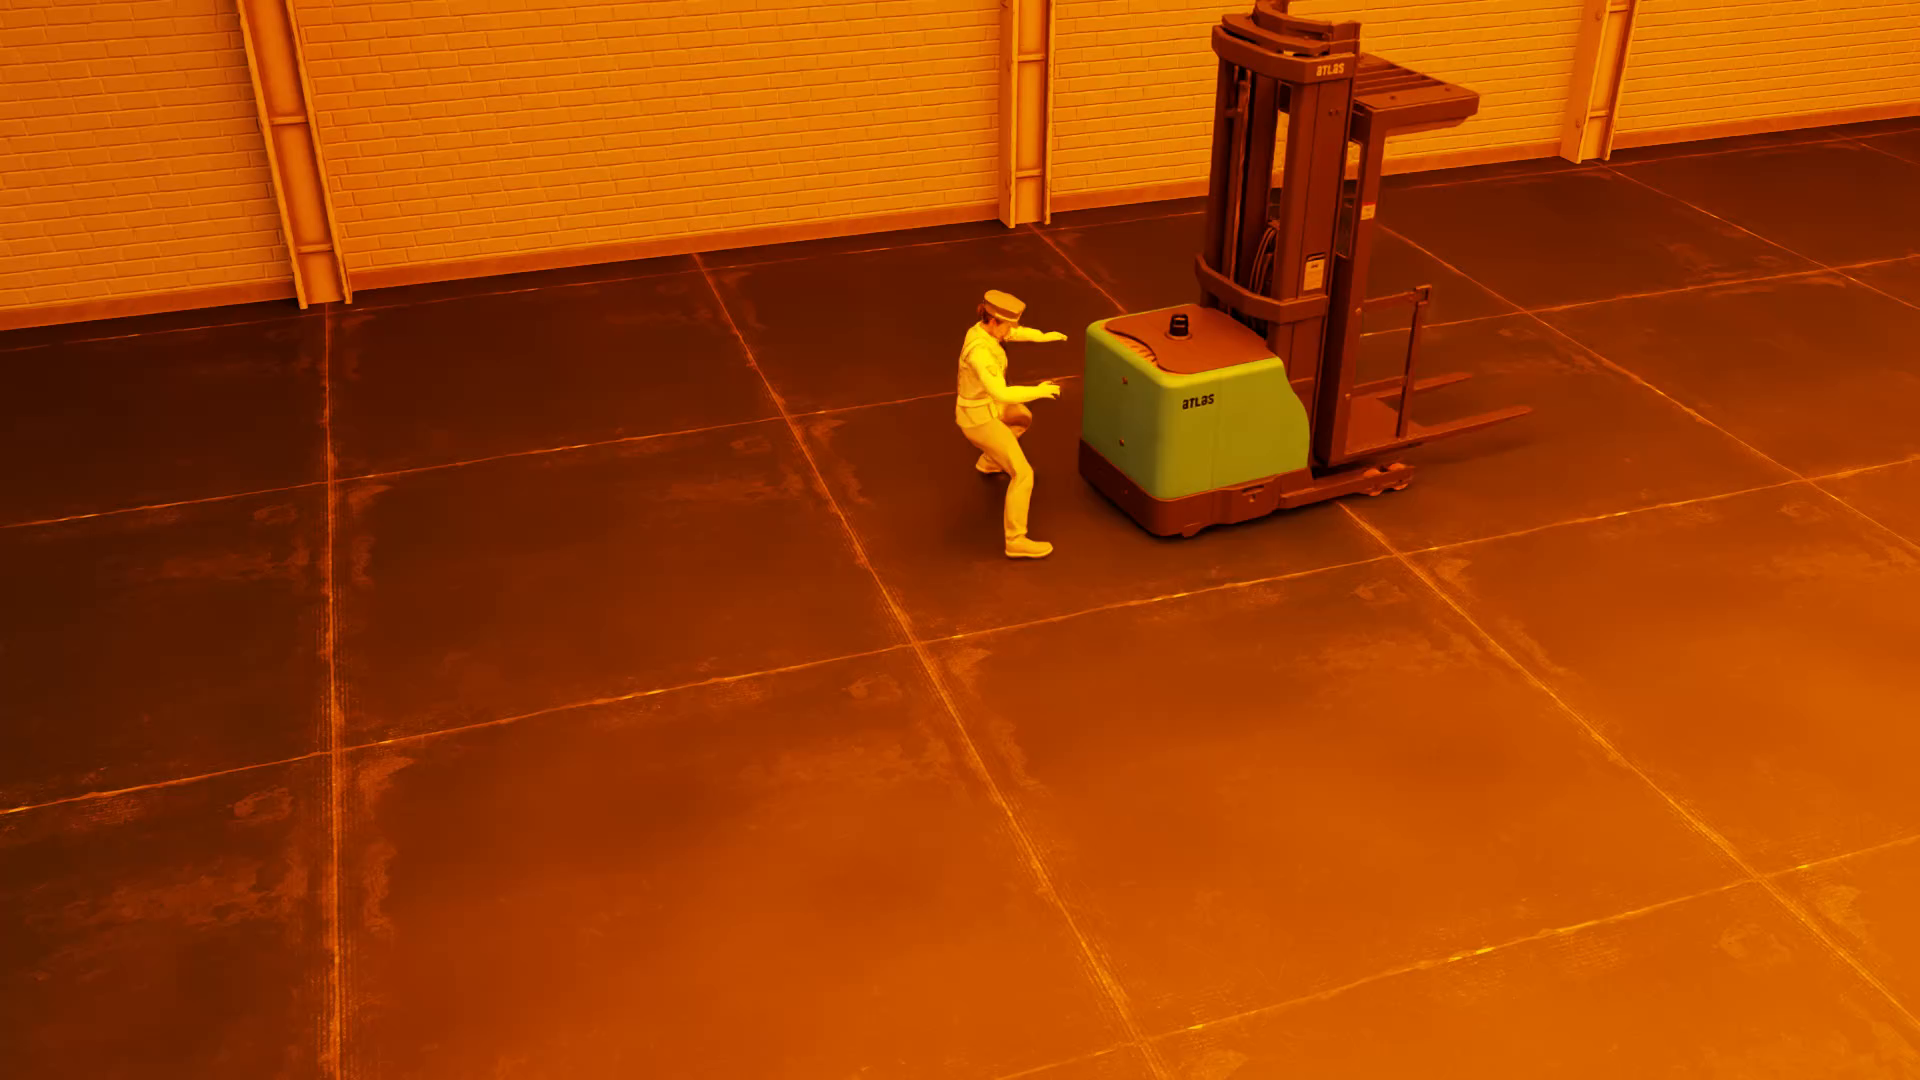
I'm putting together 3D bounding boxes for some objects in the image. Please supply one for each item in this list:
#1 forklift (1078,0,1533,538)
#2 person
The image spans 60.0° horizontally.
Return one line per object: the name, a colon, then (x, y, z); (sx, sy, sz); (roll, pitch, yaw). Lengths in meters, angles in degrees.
forklift: (2.316, -1.774, 10.171); (3.031, 2.935, 1.130); (-13, 32, -22)
person: (0.298, -0.806, 9.969); (0.630, 1.452, 1.162); (4, 30, 6)
